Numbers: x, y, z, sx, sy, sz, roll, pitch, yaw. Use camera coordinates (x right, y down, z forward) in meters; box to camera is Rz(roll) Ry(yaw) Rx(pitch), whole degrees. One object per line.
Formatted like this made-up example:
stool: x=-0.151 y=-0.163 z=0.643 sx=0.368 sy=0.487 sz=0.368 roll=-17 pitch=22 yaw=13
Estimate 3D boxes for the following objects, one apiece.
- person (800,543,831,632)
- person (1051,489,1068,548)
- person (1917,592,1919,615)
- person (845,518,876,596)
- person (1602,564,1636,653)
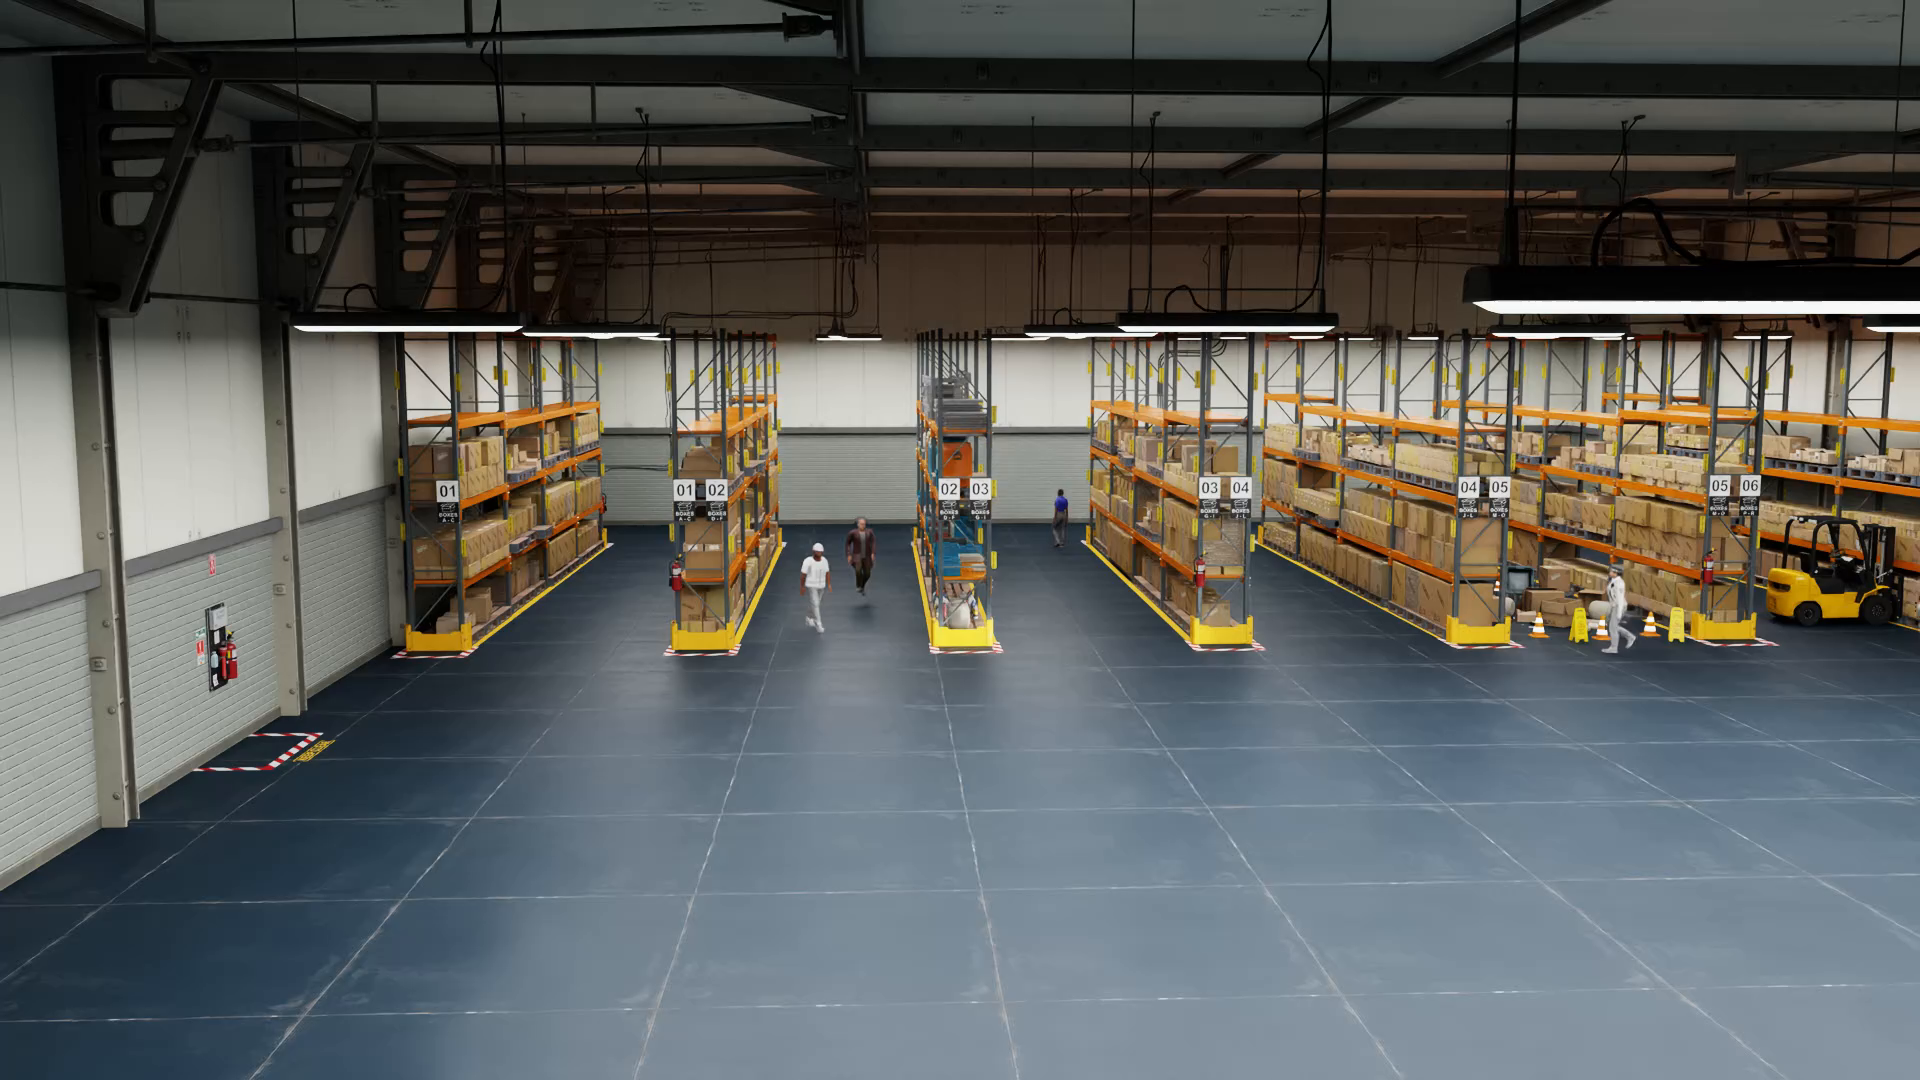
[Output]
person: x=-2.850 y=0.924 z=33.266 sx=0.593 sy=1.718 sz=0.950 roll=-6 pitch=9 yaw=-43
person: x=2.816 y=-0.573 z=46.866 sx=0.505 sy=1.608 sz=0.369 roll=-4 pitch=8 yaw=-32
person: x=18.029 y=1.250 z=30.685 sx=0.632 sy=1.753 sz=0.916 roll=4 pitch=8 yaw=29
person: x=-2.204 y=0.386 z=36.728 sx=0.668 sy=1.774 sz=0.786 roll=-2 pitch=7 yaw=-19
person: x=12.238 y=1.260 z=30.788 sx=0.647 sy=1.660 sz=0.493 roll=1 pitch=7 yaw=6
